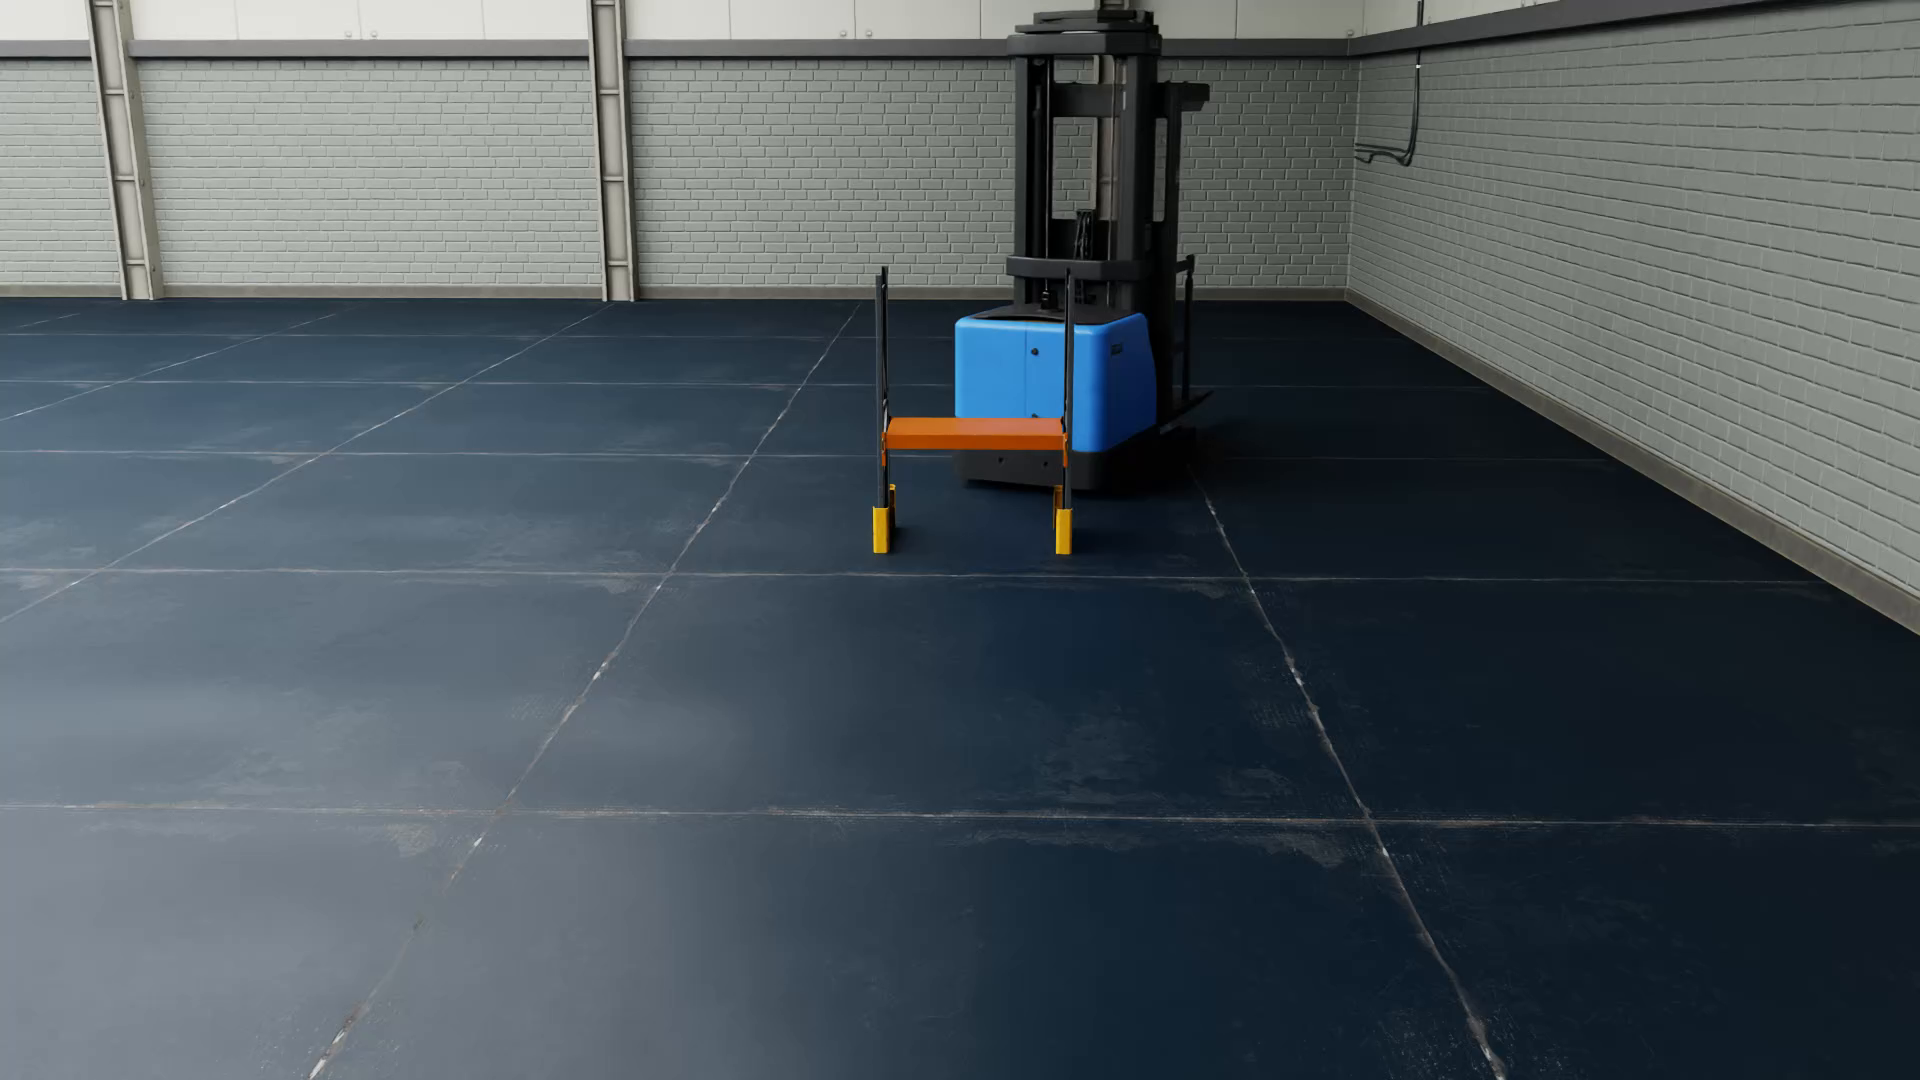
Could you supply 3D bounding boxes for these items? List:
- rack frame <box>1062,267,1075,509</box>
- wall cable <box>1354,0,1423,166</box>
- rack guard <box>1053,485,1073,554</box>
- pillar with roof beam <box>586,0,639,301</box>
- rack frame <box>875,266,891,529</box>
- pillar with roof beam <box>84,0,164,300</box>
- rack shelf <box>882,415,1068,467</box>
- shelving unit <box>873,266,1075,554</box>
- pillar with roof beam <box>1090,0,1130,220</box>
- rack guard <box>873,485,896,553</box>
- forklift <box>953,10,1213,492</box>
[{"bbox_3d":[0.593,-0.721,9.134,0.032,1.500,0.500,0,15,1],"label":"rack frame"},{"bbox_3d":[4.702,-5.438,18.400,0.112,2.526,3.097,0,15,1],"label":"wall cable"},{"bbox_3d":[0.574,-0.117,9.294,0.087,0.250,0.587,0,15,1],"label":"rack guard"},{"bbox_3d":[-4.317,-6.237,15.341,0.400,9.000,9.100,0,15,1],"label":"pillar with roof beam"},{"bbox_3d":[-0.423,-0.728,9.159,0.032,1.500,0.500,0,15,1],"label":"rack frame"},{"bbox_3d":[-10.315,-6.276,15.490,0.400,9.000,9.100,0,15,1],"label":"pillar with roof beam"},{"bbox_3d":[0.085,-0.551,9.192,1.000,0.185,0.538,0,15,1],"label":"rack shelf"},{"bbox_3d":[0.076,-0.725,9.147,1.083,1.500,0.587,0,15,1],"label":"shelving unit"},{"bbox_3d":[1.681,-6.198,15.193,0.400,9.000,9.100,0,15,1],"label":"pillar with roof beam"},{"bbox_3d":[-0.422,-0.124,9.319,0.087,0.250,0.587,0,15,1],"label":"rack guard"},{"bbox_3d":[1.023,-2.047,11.353,1.130,2.935,3.031,7,16,24],"label":"forklift"}]
